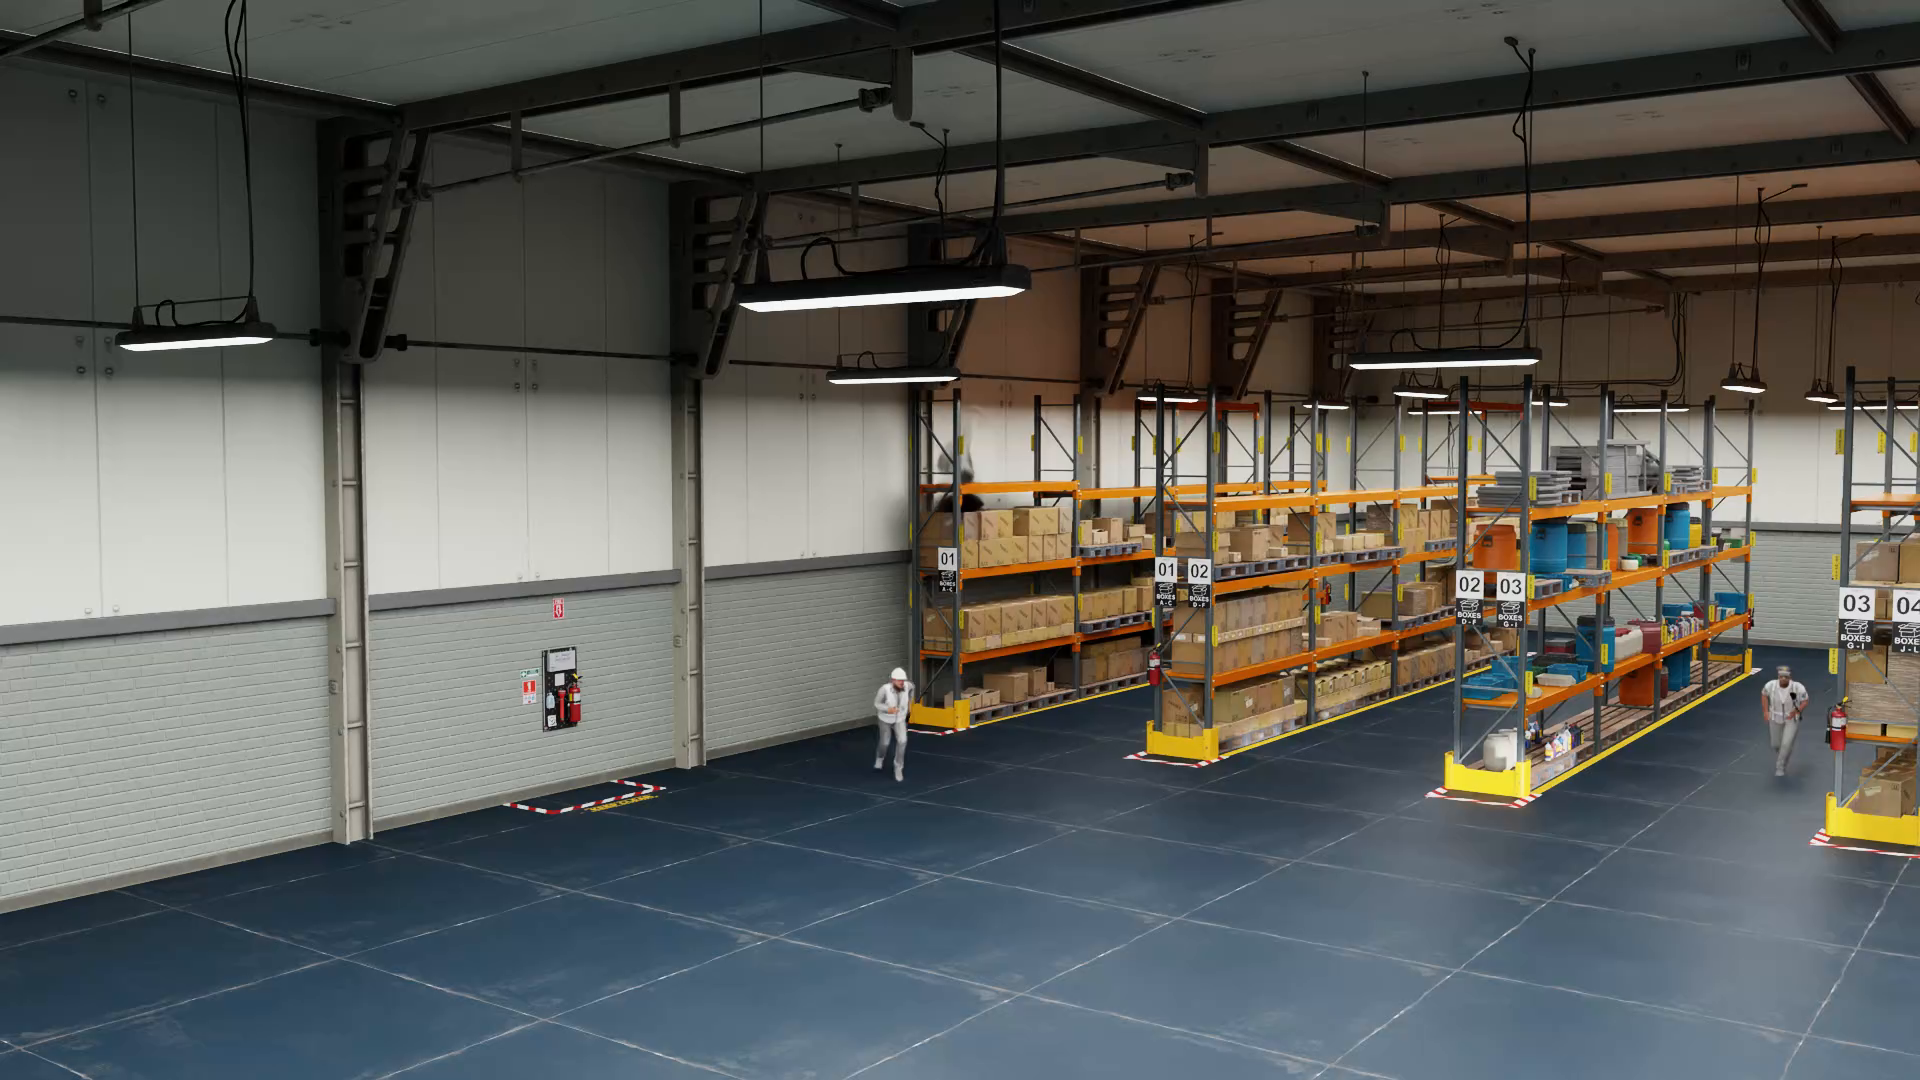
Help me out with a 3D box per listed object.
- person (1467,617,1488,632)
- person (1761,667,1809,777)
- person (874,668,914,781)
[{"bbox_3d":[12.865,1.767,41.320,0.771,1.828,0.672,3,4,41],"label":"person"},{"bbox_3d":[12.540,2.737,25.286,0.659,1.709,0.785,2,4,28],"label":"person"},{"bbox_3d":[-1.028,2.758,25.138,0.701,1.729,1.034,-1,4,-23],"label":"person"}]
